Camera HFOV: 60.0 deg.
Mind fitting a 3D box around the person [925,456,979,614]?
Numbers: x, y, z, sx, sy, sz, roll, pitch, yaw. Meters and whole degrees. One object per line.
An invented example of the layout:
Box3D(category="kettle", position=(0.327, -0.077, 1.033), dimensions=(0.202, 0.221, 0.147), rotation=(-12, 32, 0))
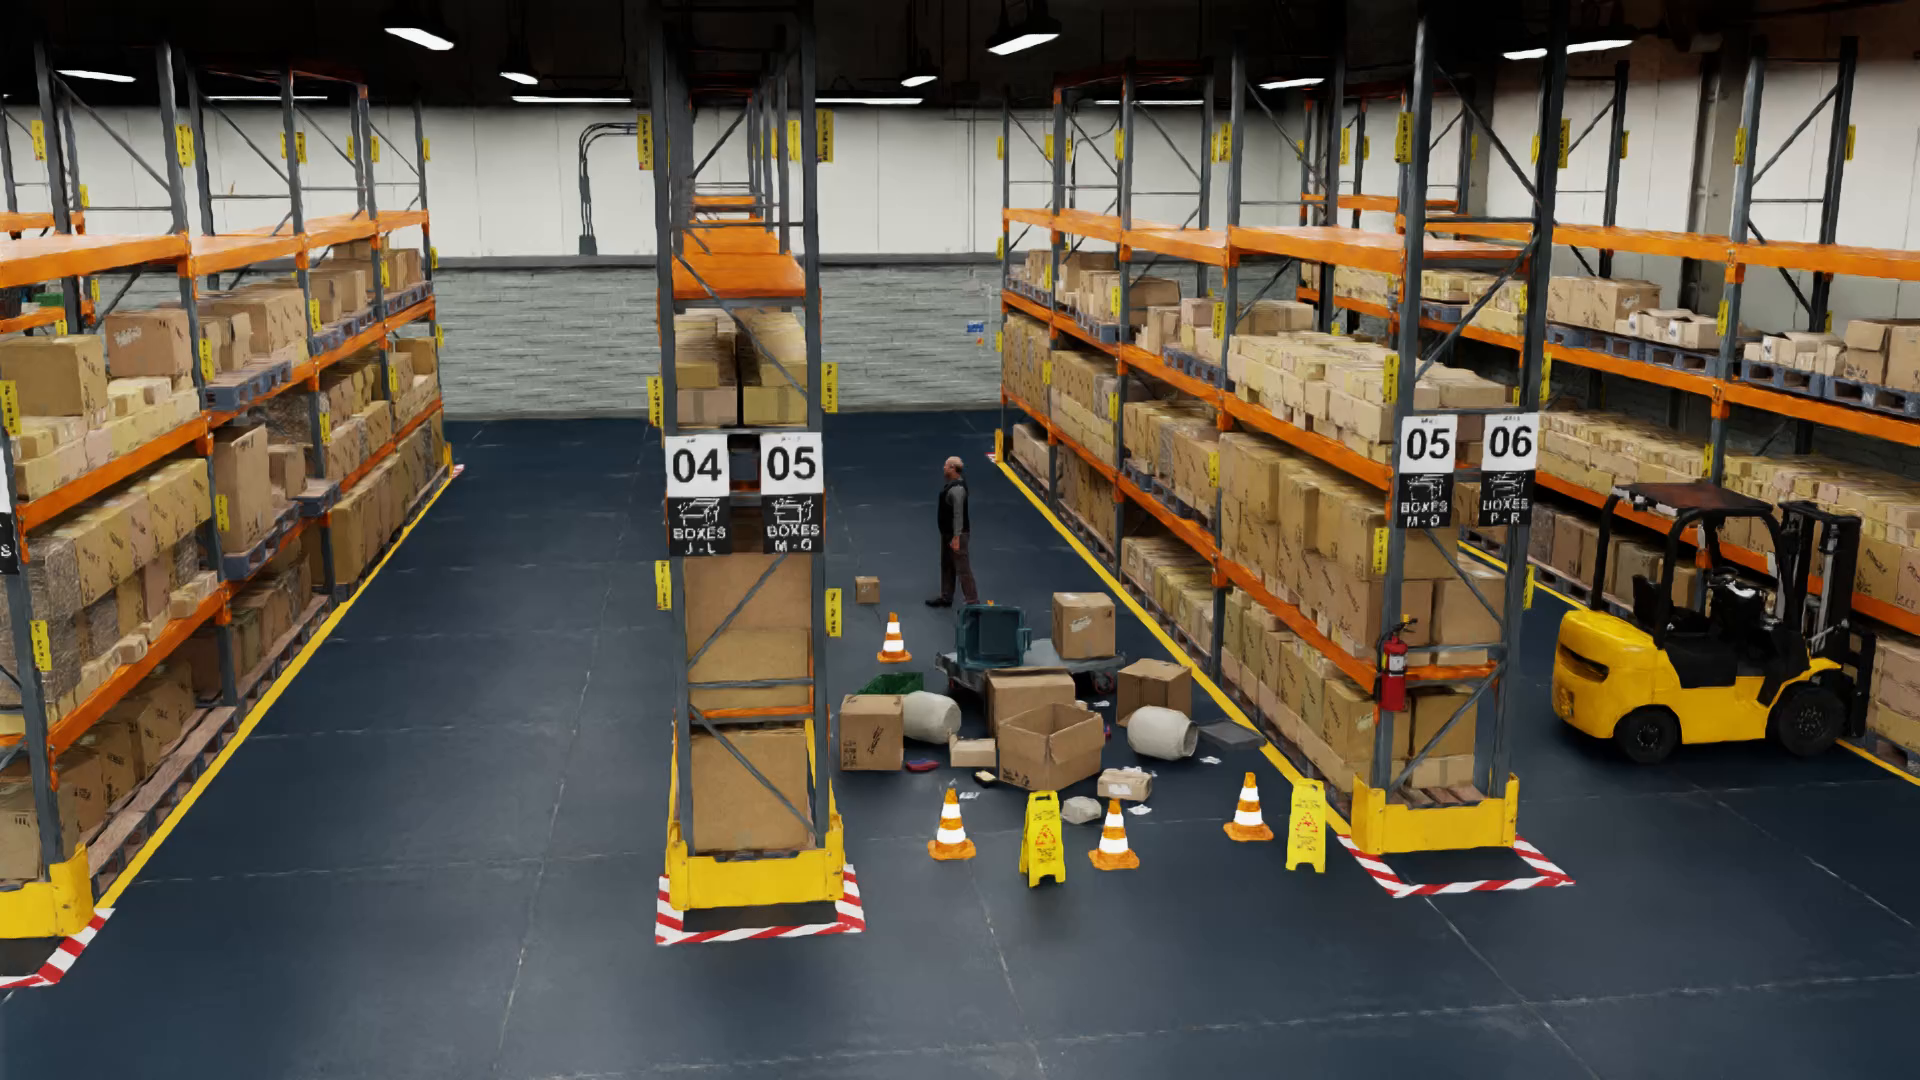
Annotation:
Box3D(category="person", position=(-0.094, -0.075, 18.313), dimensions=(0.577, 1.722, 0.689), rotation=(-1, 13, -6))
